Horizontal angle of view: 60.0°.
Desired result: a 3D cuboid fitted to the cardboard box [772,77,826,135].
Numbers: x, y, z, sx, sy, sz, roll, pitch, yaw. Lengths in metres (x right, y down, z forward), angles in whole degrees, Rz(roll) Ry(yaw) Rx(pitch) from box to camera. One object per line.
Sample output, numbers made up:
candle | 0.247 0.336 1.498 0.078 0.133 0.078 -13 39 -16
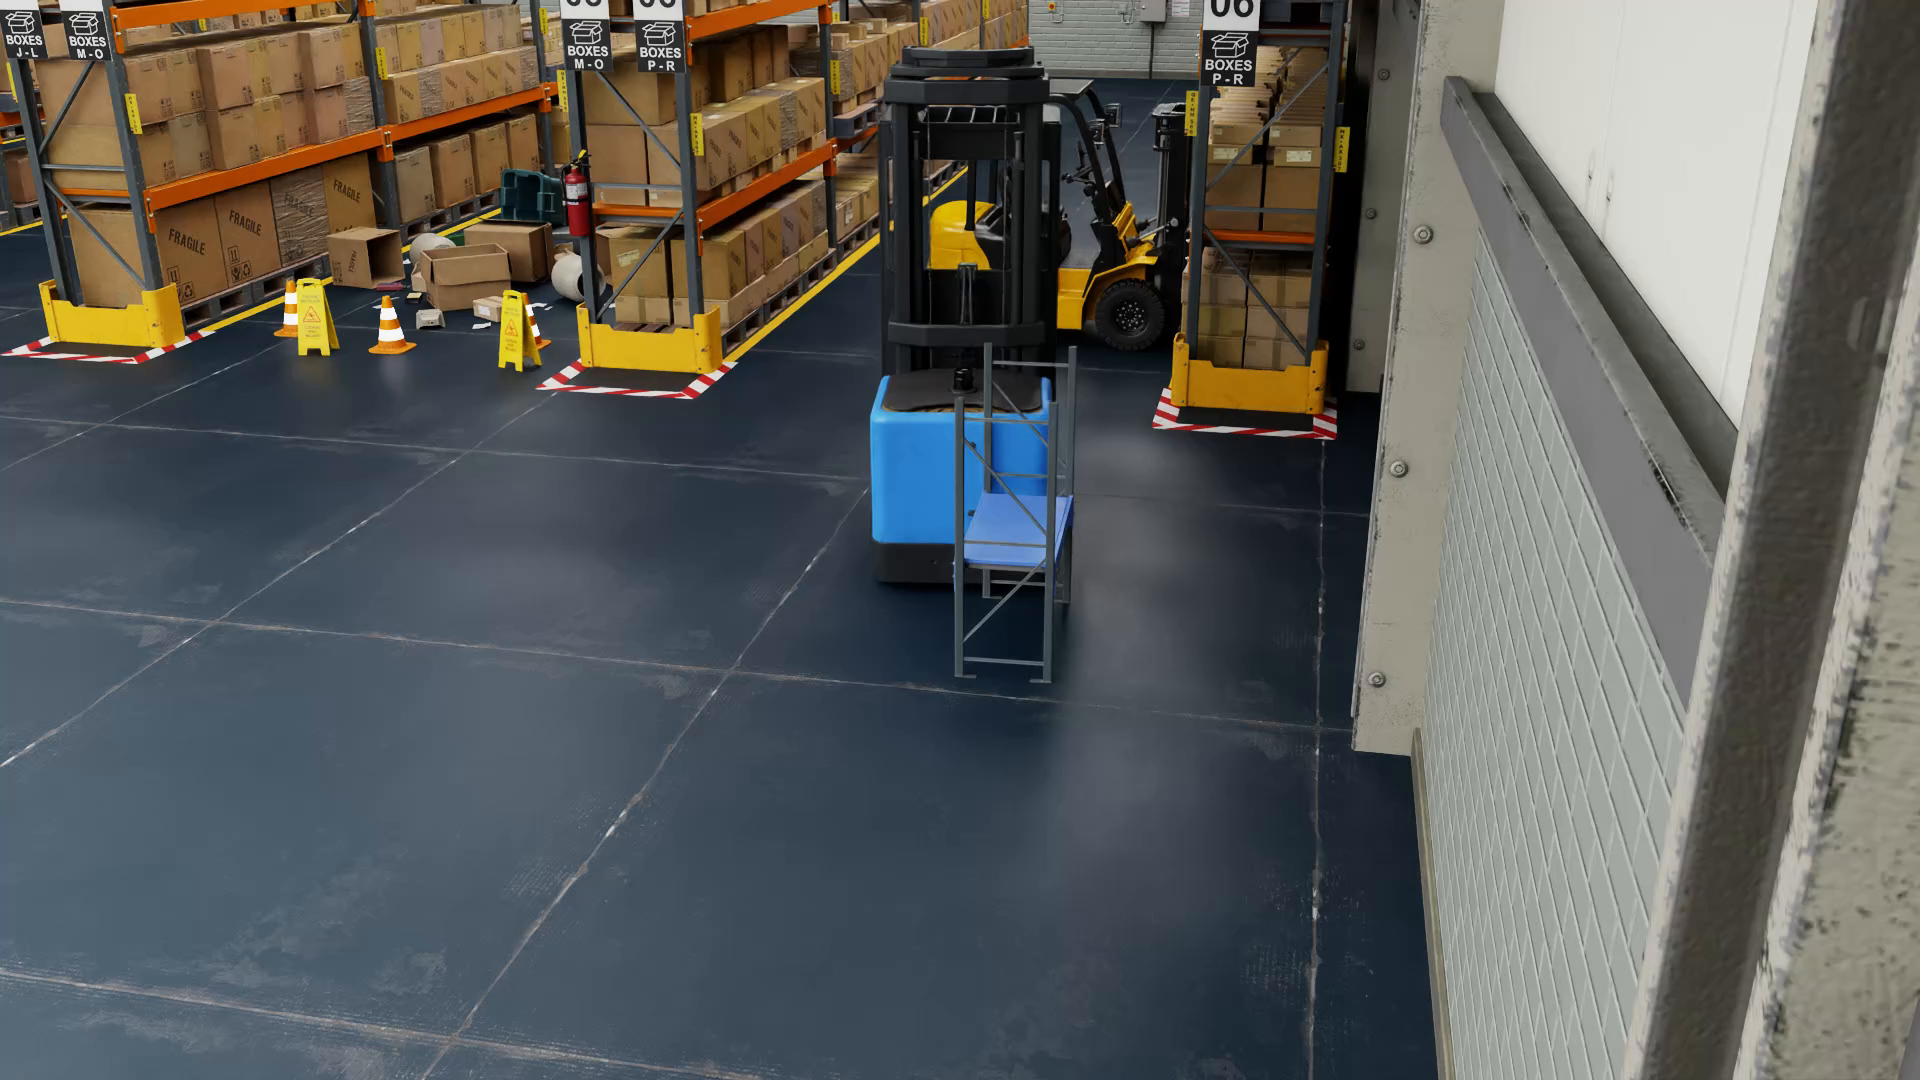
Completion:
cardboard box | -1.643 -4.308 16.503 0.500 0.500 0.500 4 22 10

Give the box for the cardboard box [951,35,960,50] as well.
cardboard box | -0.297 -6.652 22.386 0.500 0.250 0.500 5 22 12

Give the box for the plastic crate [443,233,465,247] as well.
plastic crate | -5.415 -3.204 17.982 0.450 0.188 0.662 7 21 42

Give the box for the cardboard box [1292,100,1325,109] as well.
cardboard box | 2.897 -3.524 13.688 0.380 0.149 0.250 4 22 10

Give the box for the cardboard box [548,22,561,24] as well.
cardboard box | -5.400 -6.901 22.452 0.380 0.149 0.250 4 22 9

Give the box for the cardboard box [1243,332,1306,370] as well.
cardboard box | 2.540 -1.549 13.303 0.500 0.250 0.500 5 22 11

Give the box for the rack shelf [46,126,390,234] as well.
rack shelf | -7.070 -3.580 16.191 1.077 0.370 4.000 4 22 11

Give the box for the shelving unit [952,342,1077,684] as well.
shelving unit | 0.301 -0.165 8.756 0.538 1.500 1.048 3 22 8

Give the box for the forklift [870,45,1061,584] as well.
forklift | 0.067 -1.609 10.426 1.130 2.935 3.031 1 22 2

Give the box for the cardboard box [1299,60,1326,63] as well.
cardboard box | 3.876 -5.127 18.067 0.380 0.149 0.250 4 22 10

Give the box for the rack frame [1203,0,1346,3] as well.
rack frame | 2.248 -5.248 11.339 1.000 3.000 0.127 4 22 11

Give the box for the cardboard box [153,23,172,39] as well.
cardboard box | -10.752 -6.564 21.941 0.500 0.500 0.500 2 22 4

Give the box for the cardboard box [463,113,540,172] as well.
cardboard box | -6.058 -5.044 21.311 1.050 0.750 0.750 4 22 10

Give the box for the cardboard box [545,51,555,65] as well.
cardboard box | -5.557 -6.335 21.842 0.380 0.149 0.250 4 22 10

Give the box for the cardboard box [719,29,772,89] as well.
cardboard box | -2.223 -4.624 15.948 0.700 0.500 0.500 5 22 11

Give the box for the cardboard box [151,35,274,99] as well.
cardboard box | -7.114 -4.492 15.846 0.875 0.550 0.500 4 22 11

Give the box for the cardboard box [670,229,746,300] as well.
cardboard box | -2.172 -2.392 14.392 0.500 0.500 0.500 4 22 9

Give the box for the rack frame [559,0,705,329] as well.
rack frame | -2.612 -2.842 13.395 1.000 3.000 0.127 4 22 11

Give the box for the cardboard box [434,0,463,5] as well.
cardboard box | -8.890 -9.667 29.141 0.500 0.500 0.500 5 22 12

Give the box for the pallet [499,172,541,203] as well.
pallet | -6.080 -4.532 21.324 1.003 0.211 1.213 4 22 11

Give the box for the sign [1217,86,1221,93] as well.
sign | 2.531 -4.466 15.984 0.100 0.325 0.005 4 22 11

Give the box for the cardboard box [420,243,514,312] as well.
cardboard box | -4.732 -2.520 15.936 0.797 0.503 0.637 -11 25 -26

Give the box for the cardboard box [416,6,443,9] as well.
cardboard box | -9.095 -8.948 28.360 0.500 0.250 0.500 4 22 9

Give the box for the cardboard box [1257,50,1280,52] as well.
cardboard box | 3.474 -5.546 19.108 0.380 0.149 0.250 5 22 12

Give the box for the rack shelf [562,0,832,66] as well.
rack shelf | -2.203 -4.631 14.786 1.077 0.370 4.000 4 22 11

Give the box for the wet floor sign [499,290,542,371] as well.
wet floor sign | -3.698 -1.762 13.865 0.267 0.644 0.232 13 25 29

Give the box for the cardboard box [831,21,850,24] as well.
cardboard box | -1.298 -6.000 20.143 0.500 0.500 0.500 4 22 9

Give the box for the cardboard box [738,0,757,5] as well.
cardboard box | -1.966 -4.686 14.296 0.380 0.149 0.250 5 22 12

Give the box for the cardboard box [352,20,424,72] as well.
cardboard box | -6.463 -5.526 18.587 0.700 0.500 0.500 4 22 10

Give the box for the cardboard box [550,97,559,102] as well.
cardboard box | -5.365 -5.911 22.794 0.500 0.250 0.500 4 22 10

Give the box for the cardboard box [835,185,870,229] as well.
cardboard box | -1.547 -3.736 18.570 0.950 0.372 0.625 6 23 14

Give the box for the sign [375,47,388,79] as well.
sign | -6.118 -5.042 17.593 0.100 0.325 0.005 4 22 11

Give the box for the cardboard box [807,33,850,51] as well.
cardboard box | -1.353 -5.130 17.114 0.380 0.149 0.250 4 22 11

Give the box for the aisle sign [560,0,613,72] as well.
aisle sign | -2.908 -4.047 12.908 0.394 0.787 0.004 4 22 11

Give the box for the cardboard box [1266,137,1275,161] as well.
cardboard box | 2.560 -3.012 12.815 0.380 0.149 0.250 4 22 11

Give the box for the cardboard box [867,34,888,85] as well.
cardboard box | -1.109 -5.385 18.616 0.500 0.500 0.500 4 22 9

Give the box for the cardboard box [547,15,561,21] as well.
cardboard box | -5.823 -7.343 23.550 0.380 0.149 0.250 5 23 13

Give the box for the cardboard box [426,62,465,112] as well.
cardboard box | -6.084 -5.231 19.193 0.500 0.500 0.500 4 22 11

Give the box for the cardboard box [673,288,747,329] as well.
cardboard box | -2.176 -2.035 14.511 0.500 0.250 0.500 4 22 10

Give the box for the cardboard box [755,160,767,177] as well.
cardboard box | -1.974 -3.400 15.117 0.380 0.149 0.250 4 22 9

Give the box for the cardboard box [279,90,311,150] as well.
cardboard box | -7.041 -4.188 16.536 0.875 0.550 0.550 4 22 11

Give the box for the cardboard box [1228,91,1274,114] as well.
cardboard box | 2.490 -3.750 14.248 0.380 0.149 0.250 5 22 11

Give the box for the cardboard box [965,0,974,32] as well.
cardboard box | -0.107 -7.369 23.162 0.500 0.500 0.500 5 22 12

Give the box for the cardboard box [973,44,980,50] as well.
cardboard box | -0.008 -6.978 23.865 0.500 0.250 0.500 4 22 10

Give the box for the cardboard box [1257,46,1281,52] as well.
cardboard box | 4.033 -6.245 21.143 0.797 0.503 0.637 4 22 10

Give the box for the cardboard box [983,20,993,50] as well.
cardboard box | 0.189 -7.429 24.650 0.500 0.500 0.500 5 23 13

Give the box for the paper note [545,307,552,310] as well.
paper note | -3.909 -2.205 15.816 0.032 0.001 0.123 4 22 11

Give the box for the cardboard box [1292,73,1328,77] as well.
cardboard box | 3.295 -4.273 15.549 0.380 0.149 0.250 5 22 11

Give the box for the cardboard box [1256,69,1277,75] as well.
cardboard box | 3.092 -4.796 17.244 0.380 0.149 0.250 4 22 10

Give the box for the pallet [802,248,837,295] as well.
pallet | -1.898 -2.763 16.932 1.003 0.211 1.213 4 22 11

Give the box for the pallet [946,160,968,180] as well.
pallet | -0.493 -5.202 22.987 1.003 0.211 1.213 4 22 11

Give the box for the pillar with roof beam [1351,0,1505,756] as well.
pillar with roof beam | -2.166 -3.568 7.167 9.100 9.000 0.400 4 22 11
